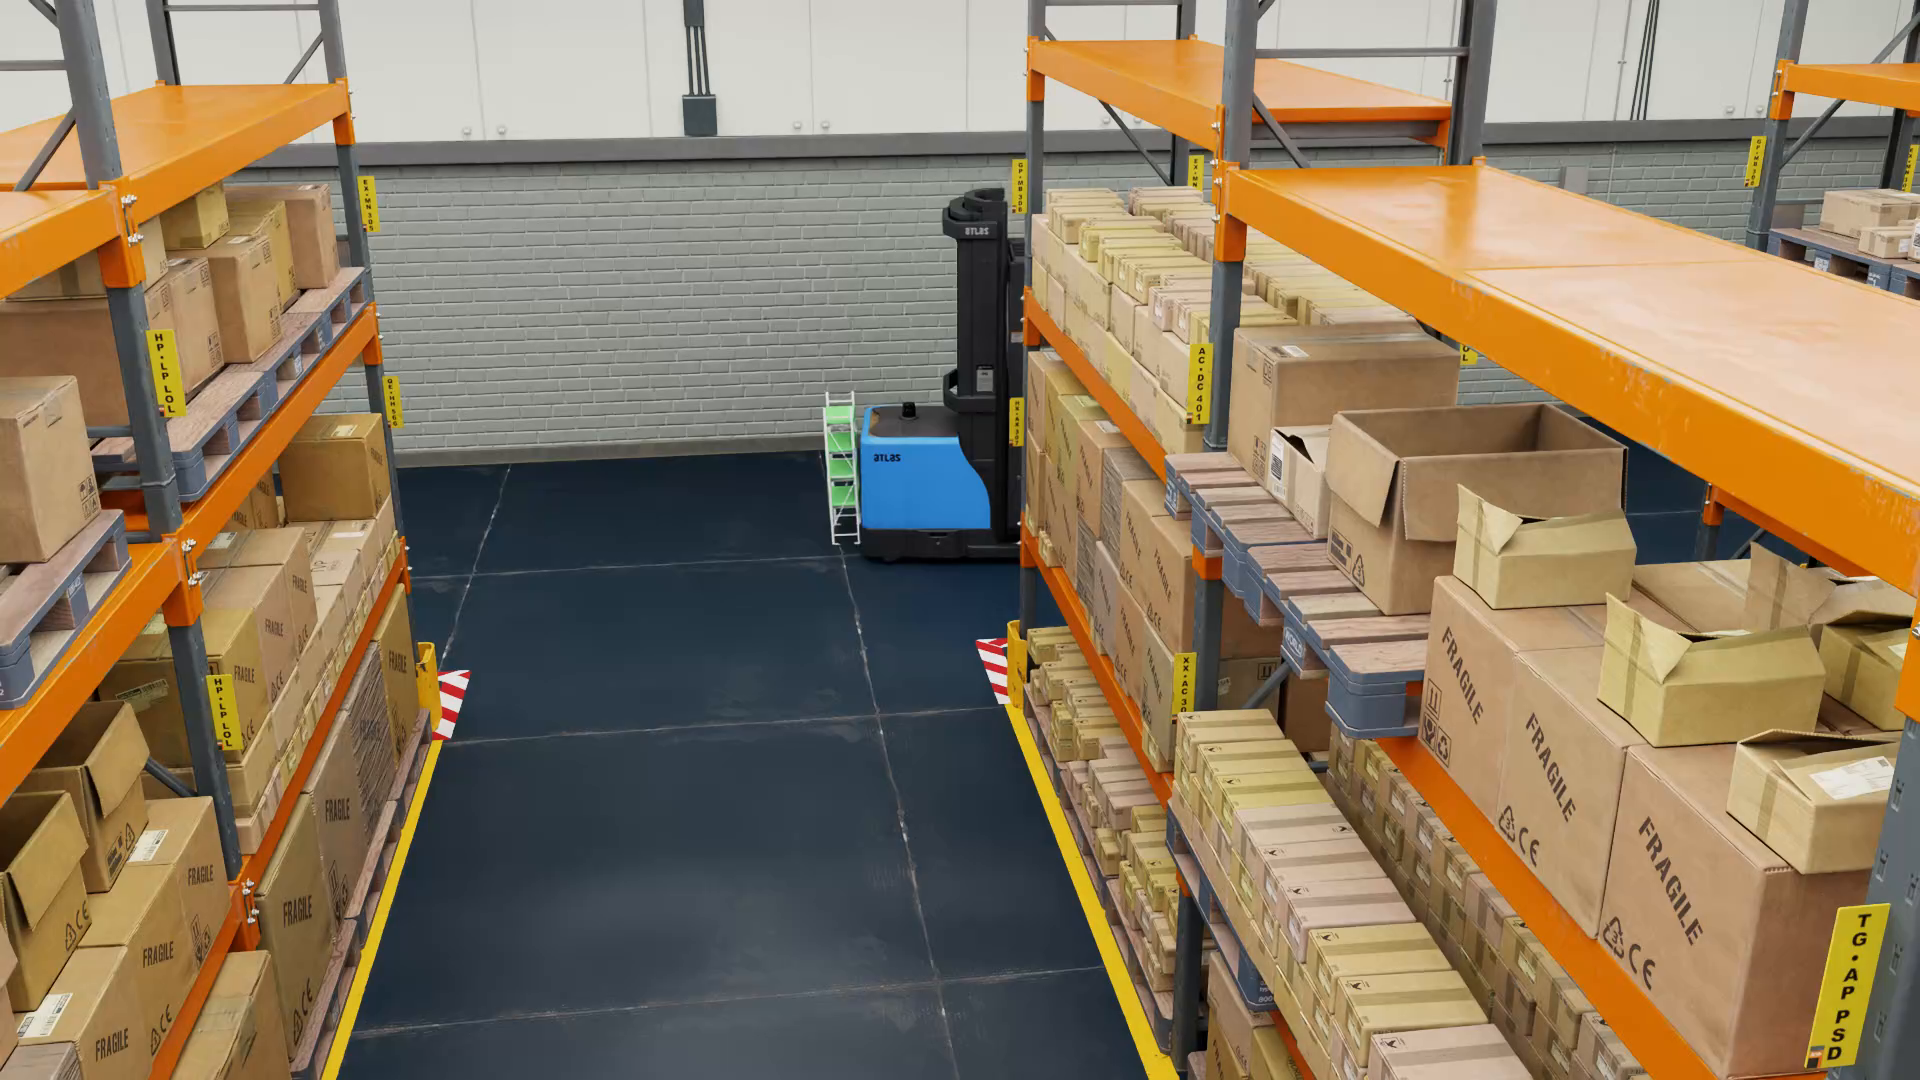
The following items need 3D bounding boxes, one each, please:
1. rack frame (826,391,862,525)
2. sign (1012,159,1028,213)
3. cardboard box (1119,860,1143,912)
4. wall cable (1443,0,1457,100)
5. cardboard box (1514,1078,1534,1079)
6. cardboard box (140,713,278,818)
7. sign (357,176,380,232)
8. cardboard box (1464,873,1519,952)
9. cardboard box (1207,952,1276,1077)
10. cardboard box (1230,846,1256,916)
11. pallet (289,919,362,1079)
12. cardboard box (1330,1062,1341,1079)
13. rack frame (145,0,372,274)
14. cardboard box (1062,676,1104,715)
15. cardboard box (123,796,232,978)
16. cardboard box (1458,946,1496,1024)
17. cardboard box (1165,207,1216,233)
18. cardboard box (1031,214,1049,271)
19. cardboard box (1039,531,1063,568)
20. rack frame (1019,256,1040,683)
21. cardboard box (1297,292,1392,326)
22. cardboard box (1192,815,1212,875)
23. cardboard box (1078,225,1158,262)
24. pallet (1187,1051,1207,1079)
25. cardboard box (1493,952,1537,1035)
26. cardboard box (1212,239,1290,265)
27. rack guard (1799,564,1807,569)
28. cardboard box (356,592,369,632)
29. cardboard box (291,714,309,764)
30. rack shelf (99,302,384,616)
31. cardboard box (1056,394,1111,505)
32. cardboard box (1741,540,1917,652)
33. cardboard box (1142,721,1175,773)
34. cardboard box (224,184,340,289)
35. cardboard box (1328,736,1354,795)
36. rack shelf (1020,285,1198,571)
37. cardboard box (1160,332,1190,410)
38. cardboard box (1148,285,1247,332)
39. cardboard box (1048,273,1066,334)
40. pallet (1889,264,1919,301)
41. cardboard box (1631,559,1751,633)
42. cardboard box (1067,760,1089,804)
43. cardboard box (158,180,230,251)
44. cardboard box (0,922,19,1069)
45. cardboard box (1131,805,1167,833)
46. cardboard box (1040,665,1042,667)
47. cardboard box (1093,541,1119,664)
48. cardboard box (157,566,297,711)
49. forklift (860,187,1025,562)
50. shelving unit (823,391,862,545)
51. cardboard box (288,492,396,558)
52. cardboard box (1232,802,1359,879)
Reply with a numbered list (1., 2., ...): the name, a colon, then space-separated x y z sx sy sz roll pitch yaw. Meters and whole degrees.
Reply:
1. rack frame: -1.001 -0.700 14.362 0.240 1.200 0.015 -3 21 -1
2. sign: 0.369 -2.169 10.201 0.100 0.325 0.005 -3 21 -8
3. cardboard box: 1.016 1.724 8.362 0.380 0.149 0.250 -4 21 -10
4. wall cable: 4.691 -5.432 15.900 0.463 3.000 0.029 -3 21 -8
5. cardboard box: 1.421 1.613 4.518 0.380 0.149 0.250 -2 21 -6
6. cardboard box: -3.248 0.973 7.113 0.500 0.250 0.500 -3 21 -9
7. sign: -3.477 -1.972 9.771 0.100 0.325 0.005 -3 21 -8
8. cardboard box: 1.921 1.226 5.556 0.380 0.149 0.250 -4 21 -10
9. cardboard box: 1.328 1.895 6.756 0.500 0.250 0.500 -4 21 -10
10. cardboard box: 1.200 1.213 6.015 0.380 0.149 0.250 -4 21 -10
11. pallet: -3.472 2.257 7.871 1.003 0.211 1.213 -3 21 -8
12. cardboard box: 1.354 1.717 5.092 0.380 0.149 0.250 -2 21 -6
13. rack frame: -4.016 -2.977 9.326 1.000 3.000 0.127 -3 21 -8
14. cardboard box: 0.832 0.941 10.033 0.380 0.149 0.250 -4 21 -10
15. cardboard box: -3.102 1.319 6.254 0.500 0.500 0.500 -3 21 -8
16. cardboard box: 1.927 1.502 5.666 0.380 0.149 0.250 -2 21 -5
17. cardboard box: 1.367 -1.773 9.318 0.380 0.149 0.250 -3 21 -7
18. cardboard box: 0.714 -1.783 9.915 0.500 0.250 0.500 -3 21 -7
19. cardboard box: 0.692 0.046 10.165 0.380 0.149 0.250 -4 21 -9
20. rack frame: 0.906 -0.382 10.952 1.000 3.000 0.127 -3 21 -8
21. cardboard box: 1.674 -0.962 7.148 0.380 0.149 0.250 -4 21 -10
22. cardboard box: 1.130 1.179 6.531 0.380 0.149 0.250 -3 21 -7
23. cardboard box: 0.834 -1.563 8.758 0.380 0.149 0.250 -2 21 -6
24. pallet: 1.597 2.579 7.010 1.003 0.211 1.213 -3 21 -8
25. cardboard box: 1.959 1.453 5.373 0.380 0.149 0.250 -2 21 -6
26. cardboard box: 1.488 -1.413 8.356 0.380 0.149 0.250 -4 21 -9
27. rack guard: 5.787 0.496 12.174 1.175 0.500 0.348 -3 21 -8
28. cardboard box: -3.490 0.411 9.188 0.380 0.149 0.250 -3 21 -9
29. cardboard box: -3.269 0.943 7.762 0.380 0.149 0.250 -3 21 -9
30. rack shelf: -3.728 -0.543 8.123 1.077 0.370 4.000 -3 21 -8
31. cardboard box: 0.840 -0.512 9.303 0.500 0.500 0.500 -3 21 -9
32. cardboard box: 2.124 0.158 3.981 0.396 0.266 0.258 -3 21 -8
33. cardboard box: 1.065 0.950 7.745 0.380 0.149 0.250 -3 21 -9
34. cardboard box: -3.888 -1.685 9.268 0.700 0.500 0.500 -4 21 -11
35. cardboard box: 1.736 0.912 6.820 0.380 0.149 0.250 -2 21 -6
36. rack shelf: 1.195 -0.758 8.699 1.077 0.370 4.000 -3 21 -8
37. cardboard box: 1.165 -0.713 7.052 0.500 0.250 0.500 -4 21 -10
38. cardboard box: 1.042 -1.021 7.306 0.380 0.149 0.250 -3 21 -8
39. cardboard box: 0.790 -1.366 9.514 0.500 0.250 0.500 -2 21 -6
40. pallet: 6.087 -1.351 9.385 1.003 0.211 1.213 -3 21 -8
41. cardboard box: 2.084 0.379 4.484 0.500 0.500 0.500 -3 21 -8
42. cardboard box: 0.836 1.395 9.670 0.380 0.149 0.250 -4 21 -10
43. cardboard box: -3.735 -1.514 7.738 0.500 0.250 0.500 -4 21 -9
44. cardboard box: -3.147 1.375 4.672 0.797 0.503 0.637 -2 21 -6
45. cardboard box: 1.095 1.487 8.572 0.380 0.149 0.250 -2 21 -6
46. cardboard box: 0.728 0.812 10.805 0.380 0.149 0.250 -2 21 -5
47. cardboard box: 0.990 0.311 8.528 0.500 0.500 0.500 -3 21 -8
48. cardboard box: -3.319 0.448 7.447 0.500 0.500 0.500 -3 21 -8
49. forklift: 0.694 -1.356 13.659 3.031 2.935 1.130 0 20 -1
50. shelving unit: -0.994 -0.615 14.134 0.258 1.200 0.503 -3 21 -1
51. cardboard box: -3.684 -0.082 9.937 0.500 0.250 0.500 -3 21 -9
52. cardboard box: 1.199 1.076 5.956 0.380 0.149 0.250 -3 21 -8
